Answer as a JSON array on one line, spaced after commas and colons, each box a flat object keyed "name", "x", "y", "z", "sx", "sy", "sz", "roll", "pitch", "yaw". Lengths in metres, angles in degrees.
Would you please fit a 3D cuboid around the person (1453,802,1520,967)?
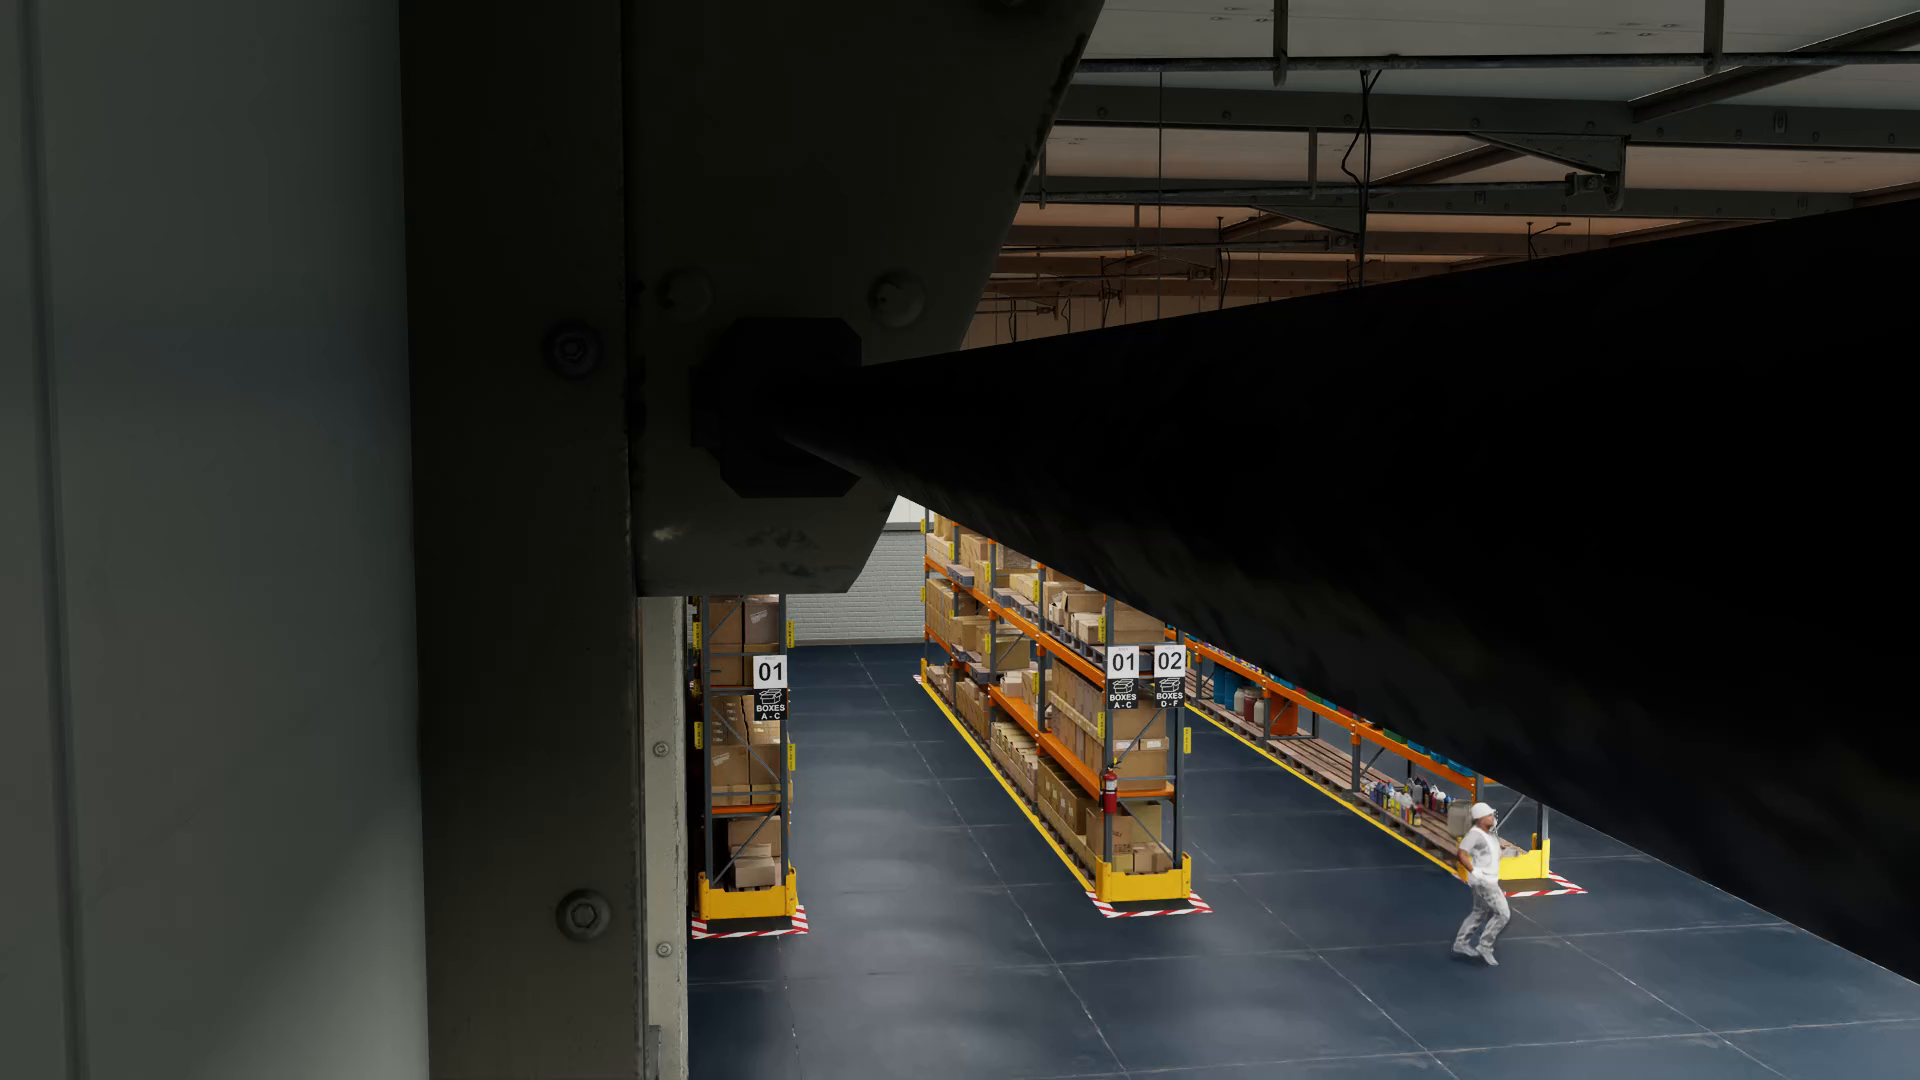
[{"name": "person", "x": 5.856, "y": 3.823, "z": 18.482, "sx": 0.693, "sy": 1.820, "sz": 0.657, "roll": 2, "pitch": 5, "yaw": 18}]
